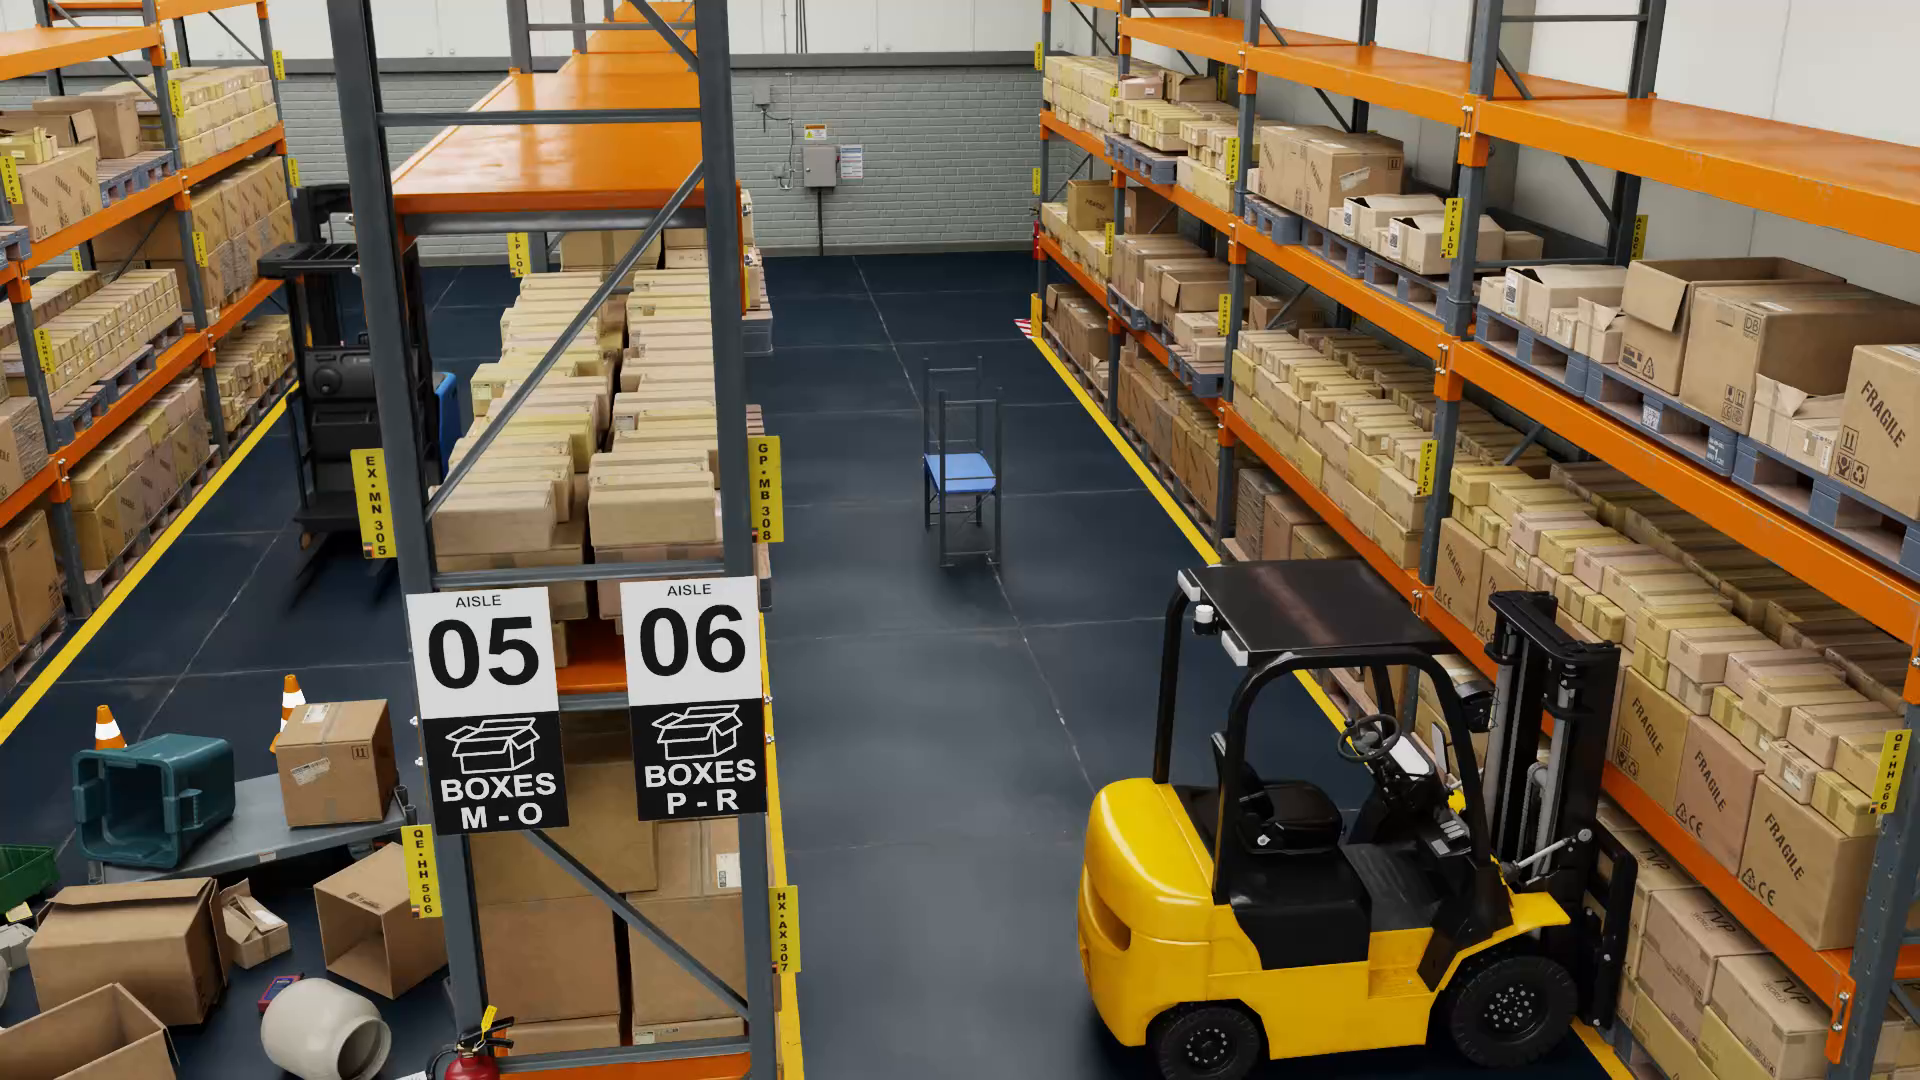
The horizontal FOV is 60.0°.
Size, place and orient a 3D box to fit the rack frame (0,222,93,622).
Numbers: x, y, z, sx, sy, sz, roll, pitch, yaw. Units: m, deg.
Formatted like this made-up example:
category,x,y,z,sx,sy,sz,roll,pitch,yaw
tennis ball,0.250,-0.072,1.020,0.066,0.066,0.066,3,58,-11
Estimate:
category,x,y,z,sx,sy,sz,roll,pitch,yaw
rack frame,-7.145,-0.789,12.115,1.000,3.000,0.127,-3,21,-8

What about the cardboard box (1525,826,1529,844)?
category,x,y,z,sx,sy,sz,roll,pitch,yaw
cardboard box,3.127,1.449,8.739,0.500,0.250,0.500,-3,21,-8

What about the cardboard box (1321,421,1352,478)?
category,x,y,z,sx,sy,sz,roll,pitch,yaw
cardboard box,2.754,-0.616,11.153,0.500,0.250,0.500,-3,21,-7

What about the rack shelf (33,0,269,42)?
category,x,y,z,sx,sy,sz,roll,pitch,yaw
rack shelf,-8.010,-5.338,16.754,1.077,0.370,4.000,-3,21,-8

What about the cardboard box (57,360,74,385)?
category,x,y,z,sx,sy,sz,roll,pitch,yaw
cardboard box,-7.057,-1.278,12.760,0.380,0.149,0.250,-2,21,-5

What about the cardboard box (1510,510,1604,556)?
category,x,y,z,sx,sy,sz,roll,pitch,yaw
cardboard box,3.087,-0.037,8.606,0.380,0.149,0.250,-2,21,-7

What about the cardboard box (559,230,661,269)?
category,x,y,z,sx,sy,sz,roll,pitch,yaw
cardboard box,-1.894,-1.649,9.030,0.500,0.250,0.500,-2,21,-7

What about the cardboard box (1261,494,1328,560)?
category,x,y,z,sx,sy,sz,roll,pitch,yaw
cardboard box,2.829,0.033,12.708,0.875,0.625,0.625,-2,21,-6

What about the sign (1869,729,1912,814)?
category,x,y,z,sx,sy,sz,roll,pitch,yaw
sign,3.264,0.814,5.830,0.100,0.325,0.005,-3,21,-8

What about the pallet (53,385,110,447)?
category,x,y,z,sx,sy,sz,roll,pitch,yaw
pallet,-7.353,-0.940,12.795,1.213,0.211,1.003,-3,21,-8

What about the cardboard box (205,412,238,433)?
category,x,y,z,sx,sy,sz,roll,pitch,yaw
cardboard box,-7.456,-1.177,16.629,0.380,0.149,0.250,-4,21,-10

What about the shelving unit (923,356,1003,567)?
category,x,y,z,sx,sy,sz,roll,pitch,yaw
shelving unit,0.012,-0.673,13.949,0.538,1.500,1.048,-3,21,-8

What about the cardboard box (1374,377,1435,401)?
category,x,y,z,sx,sy,sz,roll,pitch,yaw
cardboard box,3.138,-1.043,11.725,0.380,0.149,0.250,-2,21,-6

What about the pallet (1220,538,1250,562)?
category,x,y,z,sx,sy,sz,roll,pitch,yaw
pallet,2.730,0.268,13.270,1.003,0.211,1.213,-3,21,-8

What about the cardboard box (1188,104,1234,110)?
category,x,y,z,sx,sy,sz,roll,pitch,yaw
cardboard box,2.365,-4.018,15.664,0.380,0.149,0.250,-2,21,-6

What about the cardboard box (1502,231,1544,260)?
category,x,y,z,sx,sy,sz,roll,pitch,yaw
cardboard box,3.299,-1.775,10.084,0.380,0.149,0.250,-3,21,-8

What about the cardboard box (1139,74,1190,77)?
category,x,y,z,sx,sy,sz,roll,pitch,yaw
cardboard box,2.194,-4.783,17.597,0.500,0.250,0.500,-3,21,-9

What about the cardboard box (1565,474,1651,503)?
category,x,y,z,sx,sy,sz,roll,pitch,yaw
cardboard box,3.567,-0.246,9.167,0.380,0.149,0.250,-3,21,-9

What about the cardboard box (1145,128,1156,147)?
category,x,y,z,sx,sy,sz,roll,pitch,yaw
cardboard box,1.900,-3.676,15.173,0.380,0.149,0.250,-2,21,-6

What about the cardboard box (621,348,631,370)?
category,x,y,z,sx,sy,sz,roll,pitch,yaw
cardboard box,-1.221,-0.671,7.303,0.500,0.250,0.500,-3,21,-9

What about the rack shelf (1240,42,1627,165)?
category,x,y,z,sx,sy,sz,roll,pitch,yaw
rack shelf,2.938,-2.919,10.843,1.077,0.370,4.000,-3,21,-8

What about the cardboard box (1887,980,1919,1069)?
category,x,y,z,sx,sy,sz,roll,pitch,yaw
cardboard box,3.921,1.892,6.839,0.500,0.250,0.500,-3,21,-9

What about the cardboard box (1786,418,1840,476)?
category,x,y,z,sx,sy,sz,roll,pitch,yaw
cardboard box,3.383,-0.358,6.290,0.380,0.149,0.250,-4,21,-9

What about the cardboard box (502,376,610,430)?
category,x,y,z,sx,sy,sz,roll,pitch,yaw
cardboard box,-1.528,-0.513,6.309,0.380,0.149,0.250,-4,21,-9

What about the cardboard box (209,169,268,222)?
category,x,y,z,sx,sy,sz,roll,pitch,yaw
cardboard box,-7.829,-3.712,17.946,0.500,0.500,0.500,-2,21,-5

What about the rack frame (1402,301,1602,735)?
category,x,y,z,sx,sy,sz,roll,pitch,yaw
rack frame,3.227,0.060,9.843,1.000,3.000,0.127,-3,21,-8

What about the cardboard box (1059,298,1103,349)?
category,x,y,z,sx,sy,sz,roll,pitch,yaw
cardboard box,1.576,-2.606,19.953,0.700,0.500,0.500,-2,21,-6

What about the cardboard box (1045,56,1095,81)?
category,x,y,z,sx,sy,sz,roll,pitch,yaw
cardboard box,1.312,-5.637,19.884,0.500,0.250,0.500,-3,21,-8

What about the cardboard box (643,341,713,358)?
category,x,y,z,sx,sy,sz,roll,pitch,yaw
cardboard box,-1.105,-0.719,6.860,0.380,0.149,0.250,-3,21,-7

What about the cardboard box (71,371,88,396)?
category,x,y,z,sx,sy,sz,roll,pitch,yaw
cardboard box,-7.088,-1.219,13.026,0.380,0.149,0.250,-2,21,-5

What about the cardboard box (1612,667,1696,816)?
category,x,y,z,sx,sy,sz,roll,pitch,yaw
cardboard box,3.333,0.883,7.495,0.500,0.500,0.500,-3,21,-9

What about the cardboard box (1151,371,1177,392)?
category,x,y,z,sx,sy,sz,roll,pitch,yaw
cardboard box,2.079,-1.539,16.169,0.380,0.149,0.250,-3,21,-8

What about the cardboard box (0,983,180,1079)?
category,x,y,z,sx,sy,sz,roll,pitch,yaw
cardboard box,-3.866,2.385,7.184,0.637,0.503,0.797,17,27,39

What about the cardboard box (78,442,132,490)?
category,x,y,z,sx,sy,sz,roll,pitch,yaw
cardboard box,-7.078,-0.592,13.490,0.500,0.250,0.500,-3,21,-8

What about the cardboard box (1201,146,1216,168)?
category,x,y,z,sx,sy,sz,roll,pitch,yaw
cardboard box,2.251,-3.224,13.993,0.380,0.149,0.250,-3,21,-8

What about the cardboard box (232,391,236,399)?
category,x,y,z,sx,sy,sz,roll,pitch,yaw
cardboard box,-7.653,-1.482,17.019,0.380,0.149,0.250,-3,21,-8

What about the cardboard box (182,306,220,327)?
category,x,y,z,sx,sy,sz,roll,pitch,yaw
cardboard box,-7.439,-2.171,16.174,0.380,0.149,0.250,-2,21,-6

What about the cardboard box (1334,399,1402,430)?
category,x,y,z,sx,sy,sz,roll,pitch,yaw
cardboard box,2.744,-0.839,11.179,0.380,0.149,0.250,-3,21,-7

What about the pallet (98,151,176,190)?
category,x,y,z,sx,sy,sz,roll,pitch,yaw
pallet,-7.738,-3.272,14.744,1.213,0.211,1.003,-3,21,-8

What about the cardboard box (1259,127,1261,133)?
category,x,y,z,sx,sy,sz,roll,pitch,yaw
cardboard box,2.740,-3.393,14.019,0.380,0.149,0.250,-2,21,-6

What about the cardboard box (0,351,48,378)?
category,x,y,z,sx,sy,sz,roll,pitch,yaw
cardboard box,-7.020,-1.318,12.440,0.380,0.149,0.250,-3,21,-8

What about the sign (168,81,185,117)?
category,x,y,z,sx,sy,sz,roll,pitch,yaw
sign,-7.173,-4.035,15.217,0.100,0.325,0.005,-3,21,-8

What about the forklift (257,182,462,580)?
category,x,y,z,sx,sy,sz,roll,pitch,yaw
forklift,-5.025,-1.401,13.852,1.130,2.935,3.031,-2,21,-5

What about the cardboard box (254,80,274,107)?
category,x,y,z,sx,sy,sz,roll,pitch,yaw
cardboard box,-7.980,-4.981,18.552,0.500,0.250,0.500,-4,21,-9

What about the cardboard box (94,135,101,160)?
category,x,y,z,sx,sy,sz,roll,pitch,yaw
cardboard box,-7.802,-3.419,14.396,0.500,0.311,0.500,-3,21,-9

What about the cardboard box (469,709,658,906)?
category,x,y,z,sx,sy,sz,roll,pitch,yaw
cardboard box,-1.398,0.876,5.661,0.700,0.500,0.500,-3,21,-9

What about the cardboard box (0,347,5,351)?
category,x,y,z,sx,sy,sz,roll,pitch,yaw
cardboard box,-7.783,-1.425,13.153,0.380,0.149,0.250,-3,21,-8

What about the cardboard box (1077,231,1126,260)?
category,x,y,z,sx,sy,sz,roll,pitch,yaw
cardboard box,1.613,-3.289,18.599,0.500,0.250,0.500,-3,21,-8

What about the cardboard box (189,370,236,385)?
category,x,y,z,sx,sy,sz,roll,pitch,yaw
cardboard box,-7.632,-1.627,16.983,0.380,0.149,0.250,-3,21,-9

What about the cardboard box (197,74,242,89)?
category,x,y,z,sx,sy,sz,roll,pitch,yaw
cardboard box,-7.861,-4.858,17.654,0.380,0.149,0.250,-3,21,-9

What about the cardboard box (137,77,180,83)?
category,x,y,z,sx,sy,sz,roll,pitch,yaw
cardboard box,-8.371,-4.740,17.337,0.380,0.149,0.250,-2,21,-6

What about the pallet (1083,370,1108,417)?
category,x,y,z,sx,sy,sz,roll,pitch,yaw
pallet,1.976,-1.641,18.384,1.003,0.211,1.213,-3,21,-8

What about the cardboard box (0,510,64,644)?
category,x,y,z,sx,sy,sz,roll,pitch,yaw
cardboard box,-7.146,0.284,11.859,1.050,0.750,0.750,-3,21,-8

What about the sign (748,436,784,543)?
category,x,y,z,sx,sy,sz,roll,pitch,yaw
sign,-0.571,-0.146,4.857,0.100,0.325,0.005,-3,21,-8

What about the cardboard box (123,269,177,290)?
category,x,y,z,sx,sy,sz,roll,pitch,yaw
cardboard box,-7.470,-2.402,15.344,0.380,0.149,0.250,-2,21,-5

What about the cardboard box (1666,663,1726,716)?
category,x,y,z,sx,sy,sz,roll,pitch,yaw
cardboard box,3.323,0.632,7.242,0.380,0.149,0.250,-4,21,-10

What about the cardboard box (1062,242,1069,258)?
category,x,y,z,sx,sy,sz,roll,pitch,yaw
cardboard box,1.409,-3.401,19.468,0.380,0.149,0.250,-4,21,-9

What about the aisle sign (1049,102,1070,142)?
category,x,y,z,sx,sy,sz,roll,pitch,yaw
aisle sign,1.197,-5.322,20.536,0.394,0.787,0.004,-3,21,-8

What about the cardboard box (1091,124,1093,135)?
category,x,y,z,sx,sy,sz,roll,pitch,yaw
cardboard box,1.627,-4.465,18.029,0.380,0.149,0.250,-2,21,-6

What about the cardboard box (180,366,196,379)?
category,x,y,z,sx,sy,sz,roll,pitch,yaw
cardboard box,-8.110,-1.690,17.151,0.380,0.149,0.250,-2,21,-6
